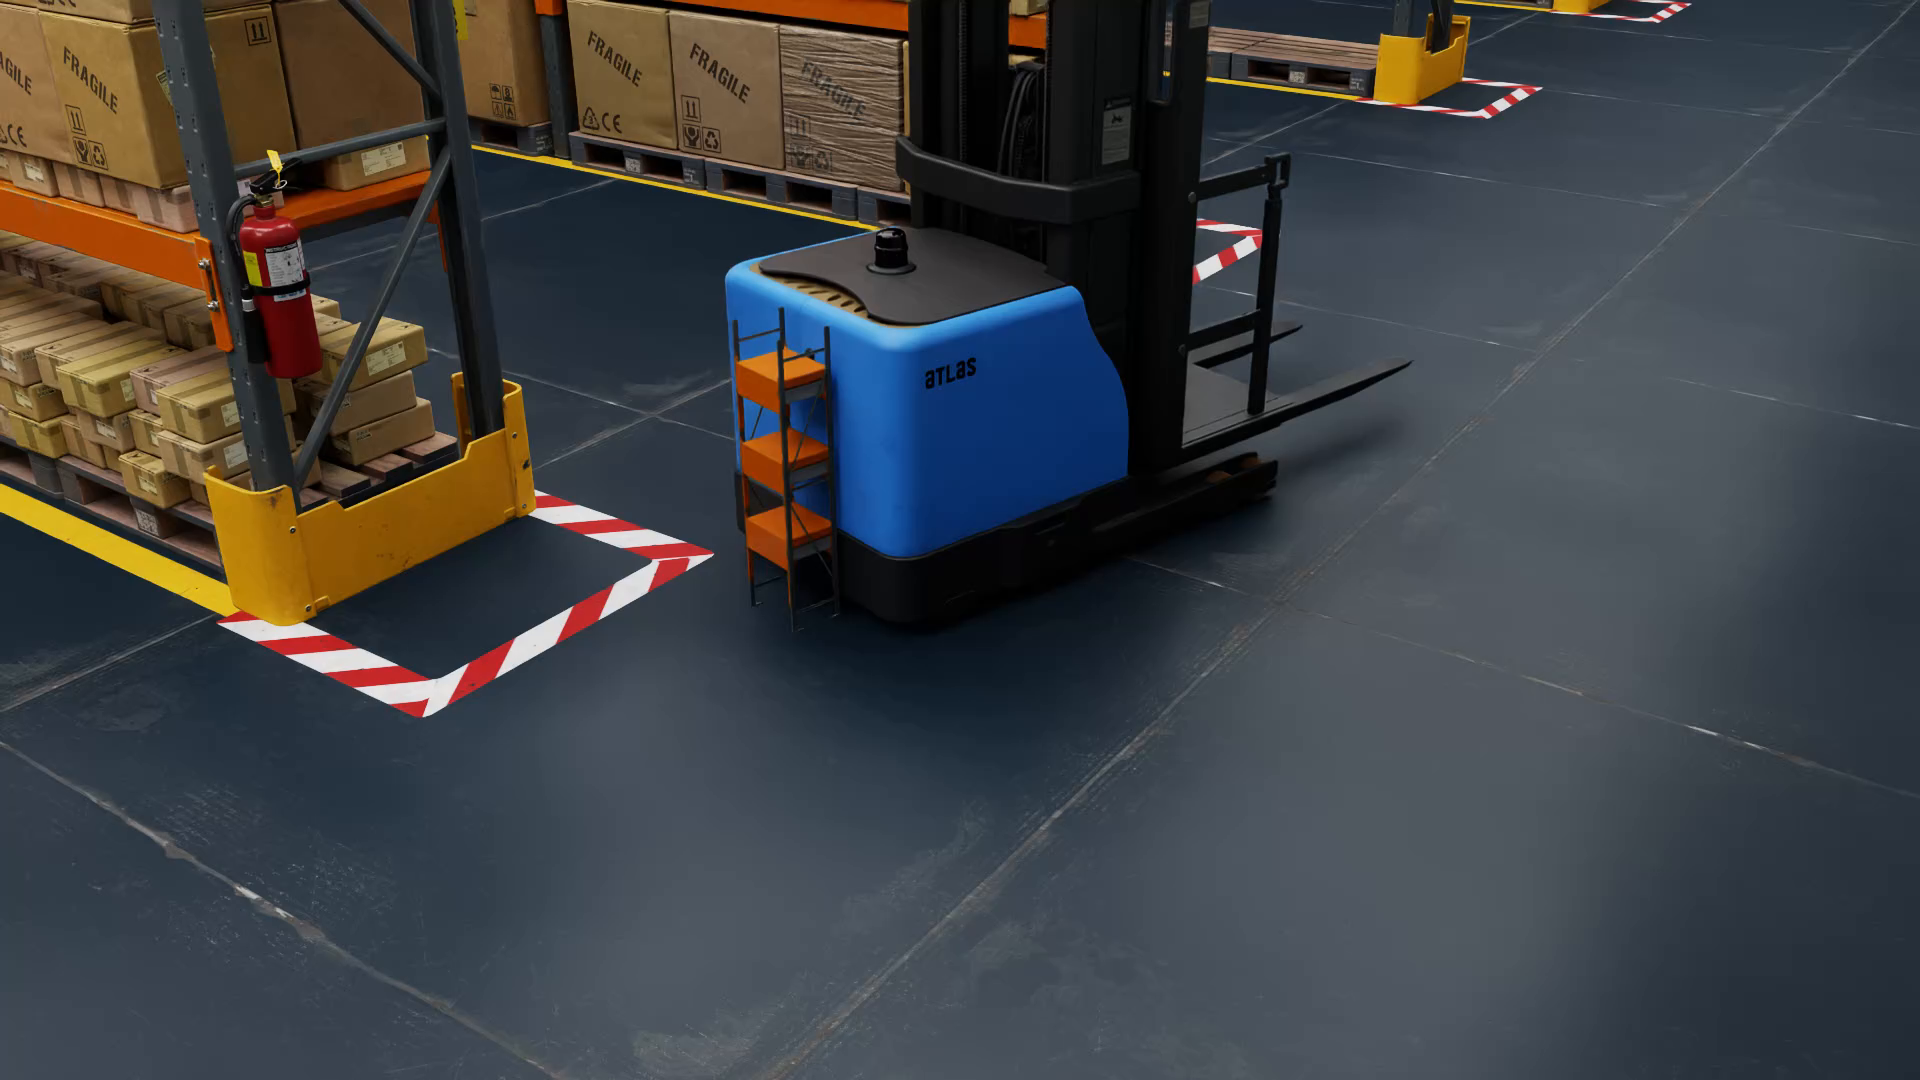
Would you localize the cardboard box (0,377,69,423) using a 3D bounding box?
[{"bbox_3d":[-3.499,-0.613,6.499,0.250,0.149,0.380,18,32,31],"label":"cardboard box"}]

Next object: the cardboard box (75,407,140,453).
[{"bbox_3d":[-3.065,-0.484,6.247,0.250,0.149,0.380,16,31,28],"label":"cardboard box"}]

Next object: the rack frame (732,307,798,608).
[{"bbox_3d":[-0.652,-0.263,5.610,0.200,1.050,0.008,-22,34,-36],"label":"rack frame"}]

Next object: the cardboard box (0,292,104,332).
[{"bbox_3d":[-3.664,-0.849,6.636,0.250,0.149,0.380,16,31,29],"label":"cardboard box"}]

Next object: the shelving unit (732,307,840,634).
[{"bbox_3d":[-0.572,-0.222,5.528,0.215,1.050,0.252,-22,34,-36],"label":"shelving unit"}]

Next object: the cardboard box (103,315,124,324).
[{"bbox_3d":[-3.440,-0.868,7.000,0.250,0.149,0.380,19,33,33],"label":"cardboard box"}]

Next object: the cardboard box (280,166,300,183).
[{"bbox_3d":[-2.353,-1.417,6.005,0.250,0.149,0.380,19,32,32],"label":"cardboard box"}]

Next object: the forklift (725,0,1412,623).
[{"bbox_3d":[0.620,-1.569,6.102,3.031,2.935,1.130,-21,34,-35],"label":"forklift"}]

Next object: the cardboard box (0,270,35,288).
[{"bbox_3d":[-4.077,-0.984,6.900,0.250,0.149,0.380,16,31,28],"label":"cardboard box"}]

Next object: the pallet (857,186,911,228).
[{"bbox_3d":[0.149,-2.035,10.017,1.213,0.211,1.003,17,32,30],"label":"pallet"}]

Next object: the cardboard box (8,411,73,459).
[{"bbox_3d":[-3.486,-0.476,6.559,0.250,0.149,0.380,16,31,28],"label":"cardboard box"}]

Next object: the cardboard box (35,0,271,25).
[{"bbox_3d":[-2.557,-1.921,5.177,0.500,0.500,0.500,17,31,29],"label":"cardboard box"}]

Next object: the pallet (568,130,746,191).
[{"bbox_3d":[-1.862,-2.662,11.248,1.213,0.211,1.003,17,32,30],"label":"pallet"}]

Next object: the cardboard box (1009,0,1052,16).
[{"bbox_3d":[0.373,-2.958,9.033,0.250,0.149,0.380,18,32,31],"label":"cardboard box"}]

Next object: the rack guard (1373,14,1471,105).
[{"bbox_3d":[3.684,-3.838,13.241,0.348,0.500,1.175,17,32,30],"label":"rack guard"}]

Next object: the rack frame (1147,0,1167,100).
[{"bbox_3d":[0.853,-3.102,9.038,0.127,3.000,1.000,17,32,30],"label":"rack frame"}]

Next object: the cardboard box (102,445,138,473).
[{"bbox_3d":[-3.029,-0.376,6.361,0.250,0.149,0.380,17,32,30],"label":"cardboard box"}]

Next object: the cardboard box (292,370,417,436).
[{"bbox_3d":[-2.325,-0.553,6.382,0.250,0.149,0.380,19,32,32],"label":"cardboard box"}]

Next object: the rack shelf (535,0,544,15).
[{"bbox_3d":[-4.093,-4.322,12.229,4.000,0.370,1.077,17,32,30],"label":"rack shelf"}]

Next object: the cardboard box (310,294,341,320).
[{"bbox_3d":[-2.709,-0.855,6.648,0.250,0.149,0.380,17,32,30],"label":"cardboard box"}]

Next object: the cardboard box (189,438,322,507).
[{"bbox_3d":[-2.591,-0.247,6.109,0.250,0.149,0.380,18,32,31],"label":"cardboard box"}]

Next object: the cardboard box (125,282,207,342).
[{"bbox_3d":[-3.183,-0.963,6.859,0.250,0.149,0.380,19,32,32],"label":"cardboard box"}]

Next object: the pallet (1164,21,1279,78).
[{"bbox_3d":[1.998,-4.251,14.370,1.213,0.211,1.003,17,32,30],"label":"pallet"}]

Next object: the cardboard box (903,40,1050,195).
[{"bbox_3d":[0.280,-2.477,9.689,0.875,0.875,0.875,17,32,30],"label":"cardboard box"}]

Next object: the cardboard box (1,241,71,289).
[{"bbox_3d":[-4.008,-1.246,7.415,0.250,0.149,0.380,16,31,28],"label":"cardboard box"}]

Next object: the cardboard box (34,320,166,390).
[{"bbox_3d":[-3.256,-0.692,6.326,0.250,0.149,0.380,16,31,28],"label":"cardboard box"}]

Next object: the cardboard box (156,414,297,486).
[{"bbox_3d":[-2.635,-0.352,5.986,0.250,0.149,0.380,16,31,29],"label":"cardboard box"}]

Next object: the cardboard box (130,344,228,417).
[{"bbox_3d":[-2.793,-0.583,6.112,0.250,0.149,0.380,18,32,31],"label":"cardboard box"}]

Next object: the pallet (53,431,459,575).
[{"bbox_3d":[-2.751,-0.272,6.552,1.213,0.211,1.003,17,32,30],"label":"pallet"}]

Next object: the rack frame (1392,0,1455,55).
[{"bbox_3d":[3.657,-4.954,12.677,0.127,3.000,1.000,17,32,30],"label":"rack frame"}]

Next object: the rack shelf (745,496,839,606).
[{"bbox_3d":[-0.572,0.035,5.659,0.215,0.259,0.240,-22,34,-36],"label":"rack shelf"}]

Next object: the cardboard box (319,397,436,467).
[{"bbox_3d":[-2.289,-0.445,6.496,0.250,0.149,0.380,18,32,31],"label":"cardboard box"}]

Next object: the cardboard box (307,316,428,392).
[{"bbox_3d":[-2.278,-0.717,6.376,0.250,0.149,0.380,16,31,28],"label":"cardboard box"}]

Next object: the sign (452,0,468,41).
[{"bbox_3d":[-1.732,-1.862,5.648,0.005,0.325,0.100,17,32,30],"label":"sign"}]

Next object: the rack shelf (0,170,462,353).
[{"bbox_3d":[-3.687,-1.467,6.618,4.000,0.370,1.077,17,32,30],"label":"rack shelf"}]

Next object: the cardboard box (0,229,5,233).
[{"bbox_3d":[-4.453,-1.376,7.672,0.250,0.149,0.380,17,32,30],"label":"cardboard box"}]

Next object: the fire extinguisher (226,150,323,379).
[{"bbox_3d":[-2.092,-0.836,5.082,0.183,0.674,0.296,17,32,30],"label":"fire extinguisher"}]

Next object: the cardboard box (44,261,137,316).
[{"bbox_3d":[-3.636,-1.076,7.082,0.250,0.149,0.380,17,32,30],"label":"cardboard box"}]

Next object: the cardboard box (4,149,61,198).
[{"bbox_3d":[-3.090,-1.333,5.840,0.250,0.149,0.380,18,32,32],"label":"cardboard box"}]

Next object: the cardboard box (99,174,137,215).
[{"bbox_3d":[-2.651,-1.218,5.612,0.250,0.149,0.380,17,32,30],"label":"cardboard box"}]

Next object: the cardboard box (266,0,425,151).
[{"bbox_3d":[-2.252,-1.669,5.785,0.500,0.500,0.500,19,33,33],"label":"cardboard box"}]

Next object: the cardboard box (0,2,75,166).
[{"bbox_3d":[-2.976,-1.604,5.657,0.500,0.500,0.500,17,31,30],"label":"cardboard box"}]

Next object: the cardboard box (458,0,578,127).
[{"bbox_3d":[-2.983,-3.526,11.752,0.875,0.875,1.225,17,32,30],"label":"cardboard box"}]

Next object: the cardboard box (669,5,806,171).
[{"bbox_3d":[-1.204,-2.939,10.597,0.875,0.875,0.875,17,32,30],"label":"cardboard box"}]
